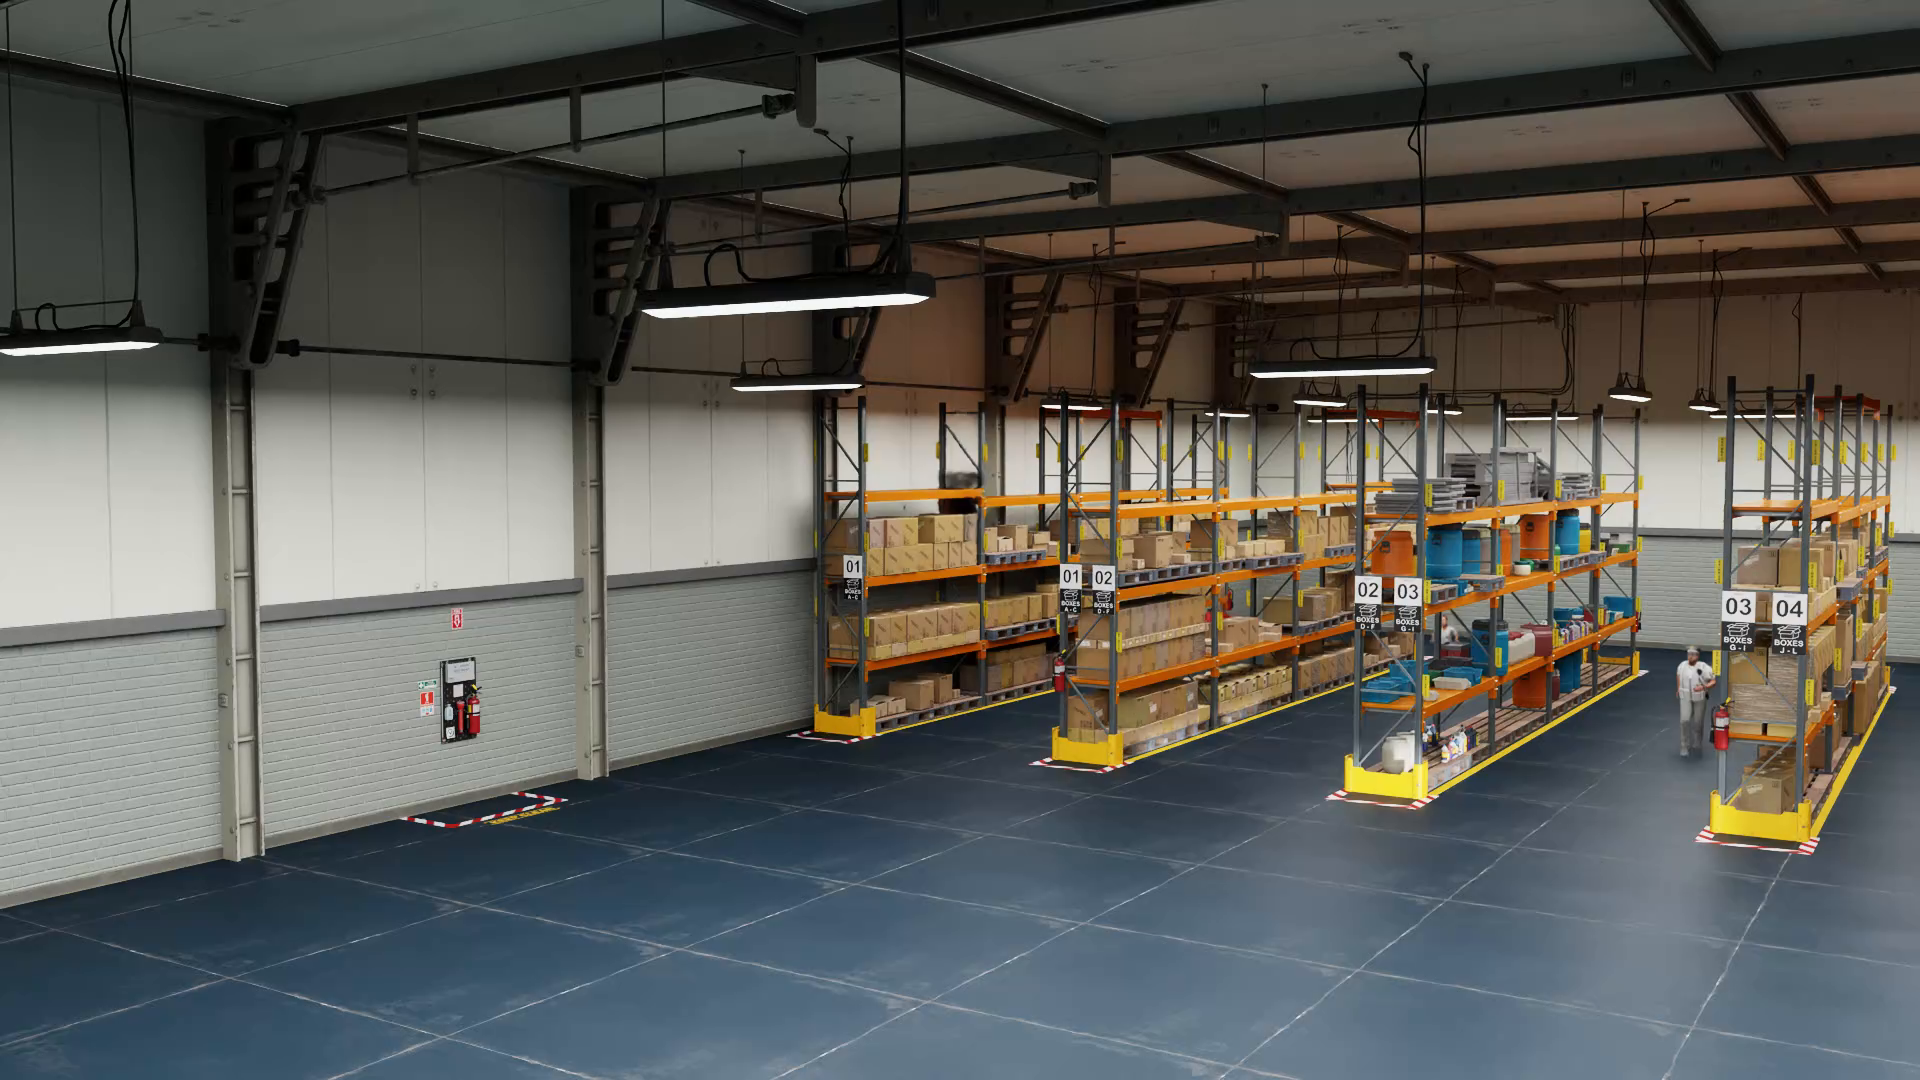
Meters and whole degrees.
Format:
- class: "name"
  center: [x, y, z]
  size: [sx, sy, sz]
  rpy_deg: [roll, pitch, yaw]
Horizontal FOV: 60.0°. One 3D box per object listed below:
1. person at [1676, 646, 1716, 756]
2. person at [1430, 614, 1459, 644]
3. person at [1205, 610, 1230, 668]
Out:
- class: "person"
  center: [12.243, 2.666, 27.706]
  size: [0.635, 1.837, 0.830]
  rpy_deg: [2, 4, 34]
- class: "person"
  center: [9.940, 2.365, 34.181]
  size: [0.518, 1.696, 0.887]
  rpy_deg: [2, 3, 31]
- class: "person"
  center: [5.596, 2.218, 36.611]
  size: [0.642, 1.787, 0.762]
  rpy_deg: [1, 3, 26]
